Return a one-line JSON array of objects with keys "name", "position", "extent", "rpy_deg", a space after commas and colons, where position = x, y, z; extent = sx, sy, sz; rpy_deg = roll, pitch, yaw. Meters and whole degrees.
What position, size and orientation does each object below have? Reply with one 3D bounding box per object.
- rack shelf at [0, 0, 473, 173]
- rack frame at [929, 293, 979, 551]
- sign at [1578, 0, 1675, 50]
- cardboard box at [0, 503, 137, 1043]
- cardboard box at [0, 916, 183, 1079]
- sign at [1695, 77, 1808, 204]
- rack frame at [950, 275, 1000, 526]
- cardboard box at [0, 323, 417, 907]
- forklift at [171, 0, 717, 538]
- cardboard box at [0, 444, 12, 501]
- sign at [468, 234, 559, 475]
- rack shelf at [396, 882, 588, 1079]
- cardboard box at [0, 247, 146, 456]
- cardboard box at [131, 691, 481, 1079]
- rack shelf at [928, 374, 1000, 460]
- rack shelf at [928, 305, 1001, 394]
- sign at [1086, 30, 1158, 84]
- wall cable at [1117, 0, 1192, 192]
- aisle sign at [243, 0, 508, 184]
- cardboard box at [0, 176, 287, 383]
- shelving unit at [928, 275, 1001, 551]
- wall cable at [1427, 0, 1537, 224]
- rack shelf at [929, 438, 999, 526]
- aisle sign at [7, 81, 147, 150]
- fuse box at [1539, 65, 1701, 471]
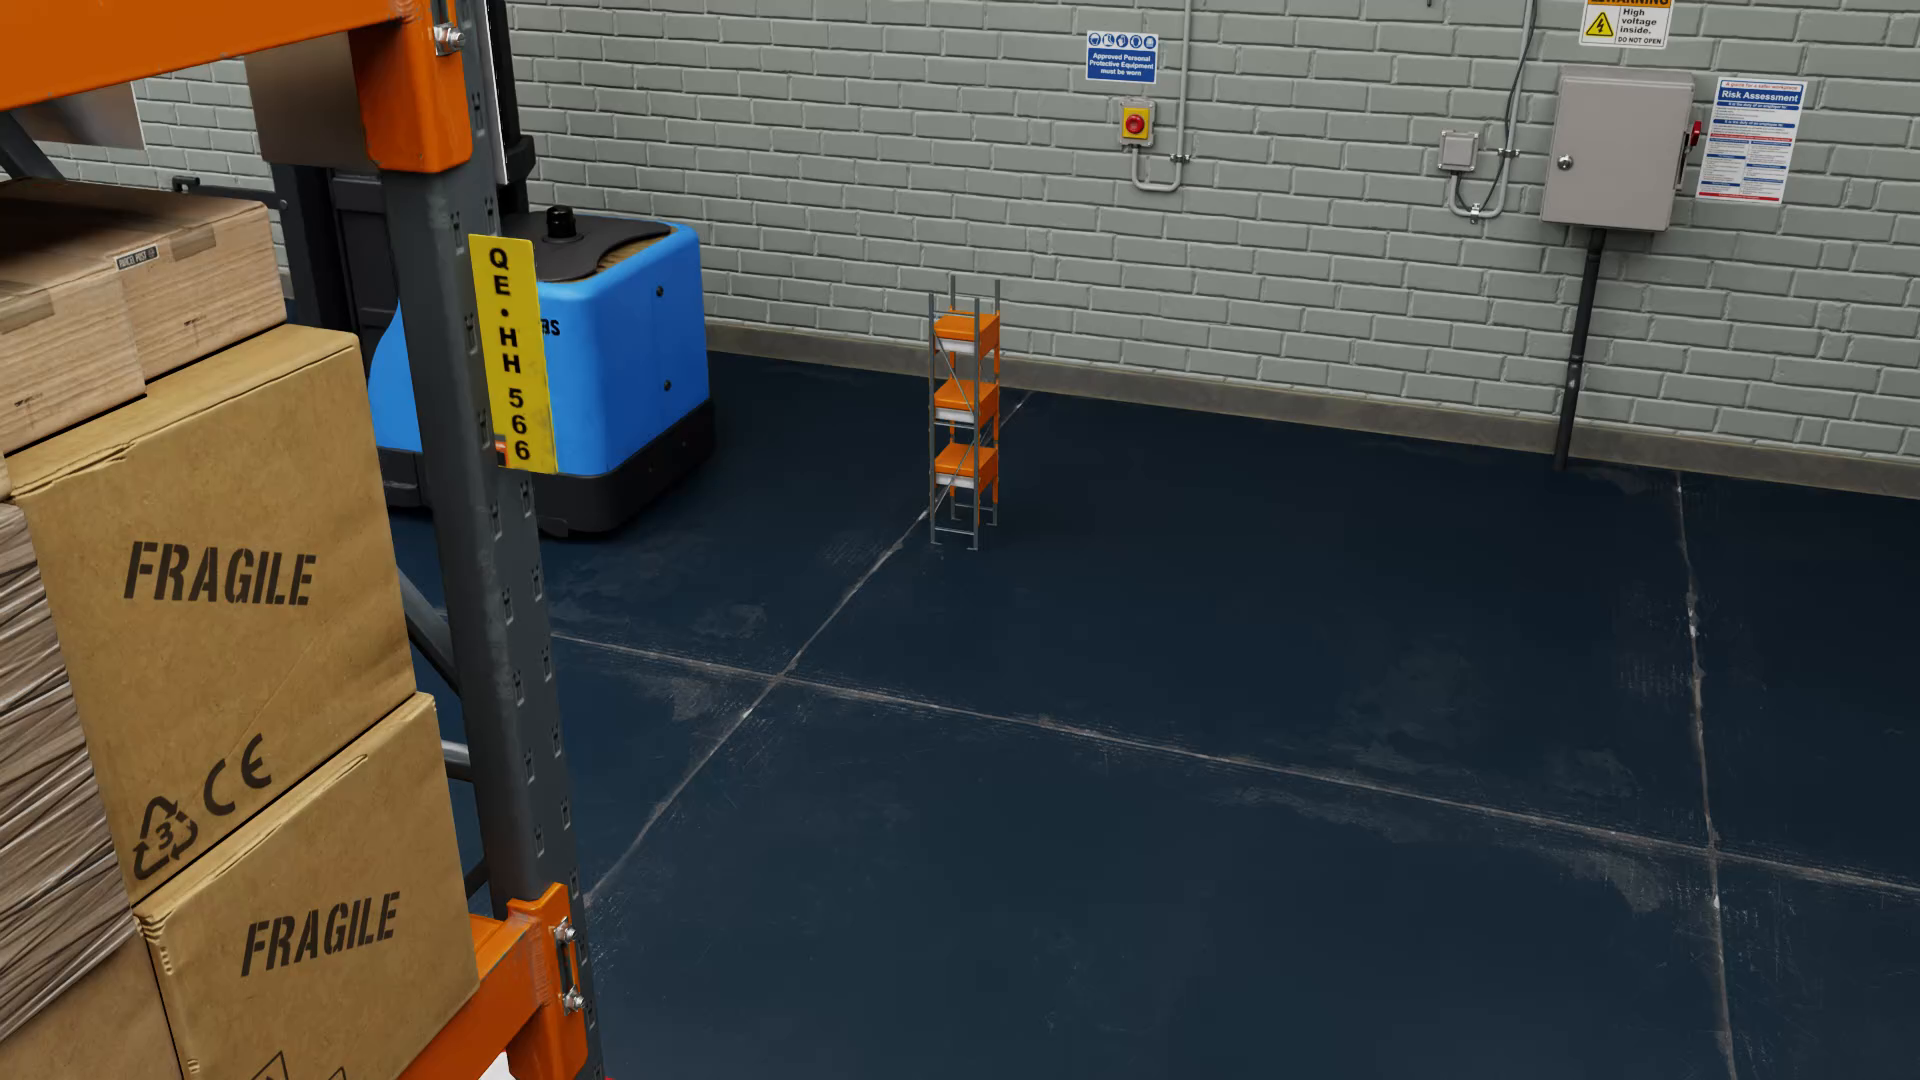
[{"name": "rack shelf", "position": [-1.767, 0.096, 0.492], "extent": [1.077, 0.370, 4.000], "rpy_deg": [9, 27, 17]}, {"name": "rack frame", "position": [-0.023, -0.444, 6.463], "extent": [0.200, 1.050, 0.008], "rpy_deg": [9, 27, 17]}, {"name": "sign", "position": [2.702, -2.120, 6.739], "extent": [0.339, 0.242, 0.001], "rpy_deg": [9, 27, 17]}, {"name": "cardboard box", "position": [-1.184, 0.257, 1.514], "extent": [0.500, 0.500, 0.500], "rpy_deg": [9, 27, 18]}, {"name": "cardboard box", "position": [-1.194, 0.696, 1.755], "extent": [0.500, 0.500, 0.500], "rpy_deg": [8, 27, 16]}, {"name": "sign", "position": [3.220, -1.626, 6.775], "extent": [0.329, 0.494, 0.001], "rpy_deg": [9, 27, 17]}, {"name": "rack frame", "position": [0.058, -0.545, 6.670], "extent": [0.200, 1.050, 0.008], "rpy_deg": [9, 27, 17]}, {"name": "cardboard box", "position": [-1.038, 0.038, 1.967], "extent": [0.500, 0.500, 0.500], "rpy_deg": [10, 27, 19]}, {"name": "forklift", "position": [-2.665, -1.701, 6.900], "extent": [3.031, 2.935, 1.130], "rpy_deg": [8, 27, 17]}, {"name": "cardboard box", "position": [-1.101, -0.084, 1.474], "extent": [0.380, 0.149, 0.250], "rpy_deg": [8, 27, 17]}, {"name": "sign", "position": [-0.595, -0.243, 2.209], "extent": [0.100, 0.325, 0.005], "rpy_deg": [9, 27, 17]}, {"name": "rack shelf", "position": [-1.767, 1.446, 1.146], "extent": [1.077, 0.370, 4.000], "rpy_deg": [9, 27, 17]}, {"name": "cardboard box", "position": [-1.094, -0.202, 1.719], "extent": [0.380, 0.149, 0.250], "rpy_deg": [9, 27, 18]}, {"name": "cardboard box", "position": [-1.013, 0.492, 2.176], "extent": [0.500, 0.500, 0.500], "rpy_deg": [9, 27, 18]}, {"name": "rack shelf", "position": [0.018, -0.485, 6.571], "extent": [0.215, 0.259, 0.240], "rpy_deg": [9, 27, 17]}, {"name": "rack shelf", "position": [0.018, -0.740, 6.448], "extent": [0.215, 0.259, 0.240], "rpy_deg": [9, 27, 17]}, {"name": "sign", "position": [0.727, -2.174, 7.487], "extent": [0.327, 0.218, 0.001], "rpy_deg": [9, 27, 17]}, {"name": "wall cable", "position": [0.752, -2.491, 7.252], "extent": [0.585, 1.953, 0.123], "rpy_deg": [9, 27, 17]}, {"name": "aisle sign", "position": [-0.786, -0.854, 2.089], "extent": [0.394, 0.787, 0.004], "rpy_deg": [9, 27, 17]}, {"name": "cardboard box", "position": [-1.032, -0.310, 1.941], "extent": [0.380, 0.149, 0.250], "rpy_deg": [9, 27, 18]}, {"name": "shelving unit", "position": [0.018, -0.495, 6.567], "extent": [0.215, 1.050, 0.252], "rpy_deg": [9, 27, 17]}, {"name": "wall cable", "position": [2.094, -2.276, 6.843], "extent": [0.588, 1.984, 0.122], "rpy_deg": [9, 27, 17]}, {"name": "rack shelf", "position": [0.018, -0.235, 6.692], "extent": [0.215, 0.259, 0.240], "rpy_deg": [9, 27, 17]}, {"name": "aisle sign", "position": [-1.351, -0.941, 2.268], "extent": [0.394, 0.787, 0.004], "rpy_deg": [9, 27, 17]}, {"name": "fuse box", "position": [2.685, -1.075, 7.008], "extent": [0.539, 1.711, 0.414], "rpy_deg": [9, 27, 17]}]
